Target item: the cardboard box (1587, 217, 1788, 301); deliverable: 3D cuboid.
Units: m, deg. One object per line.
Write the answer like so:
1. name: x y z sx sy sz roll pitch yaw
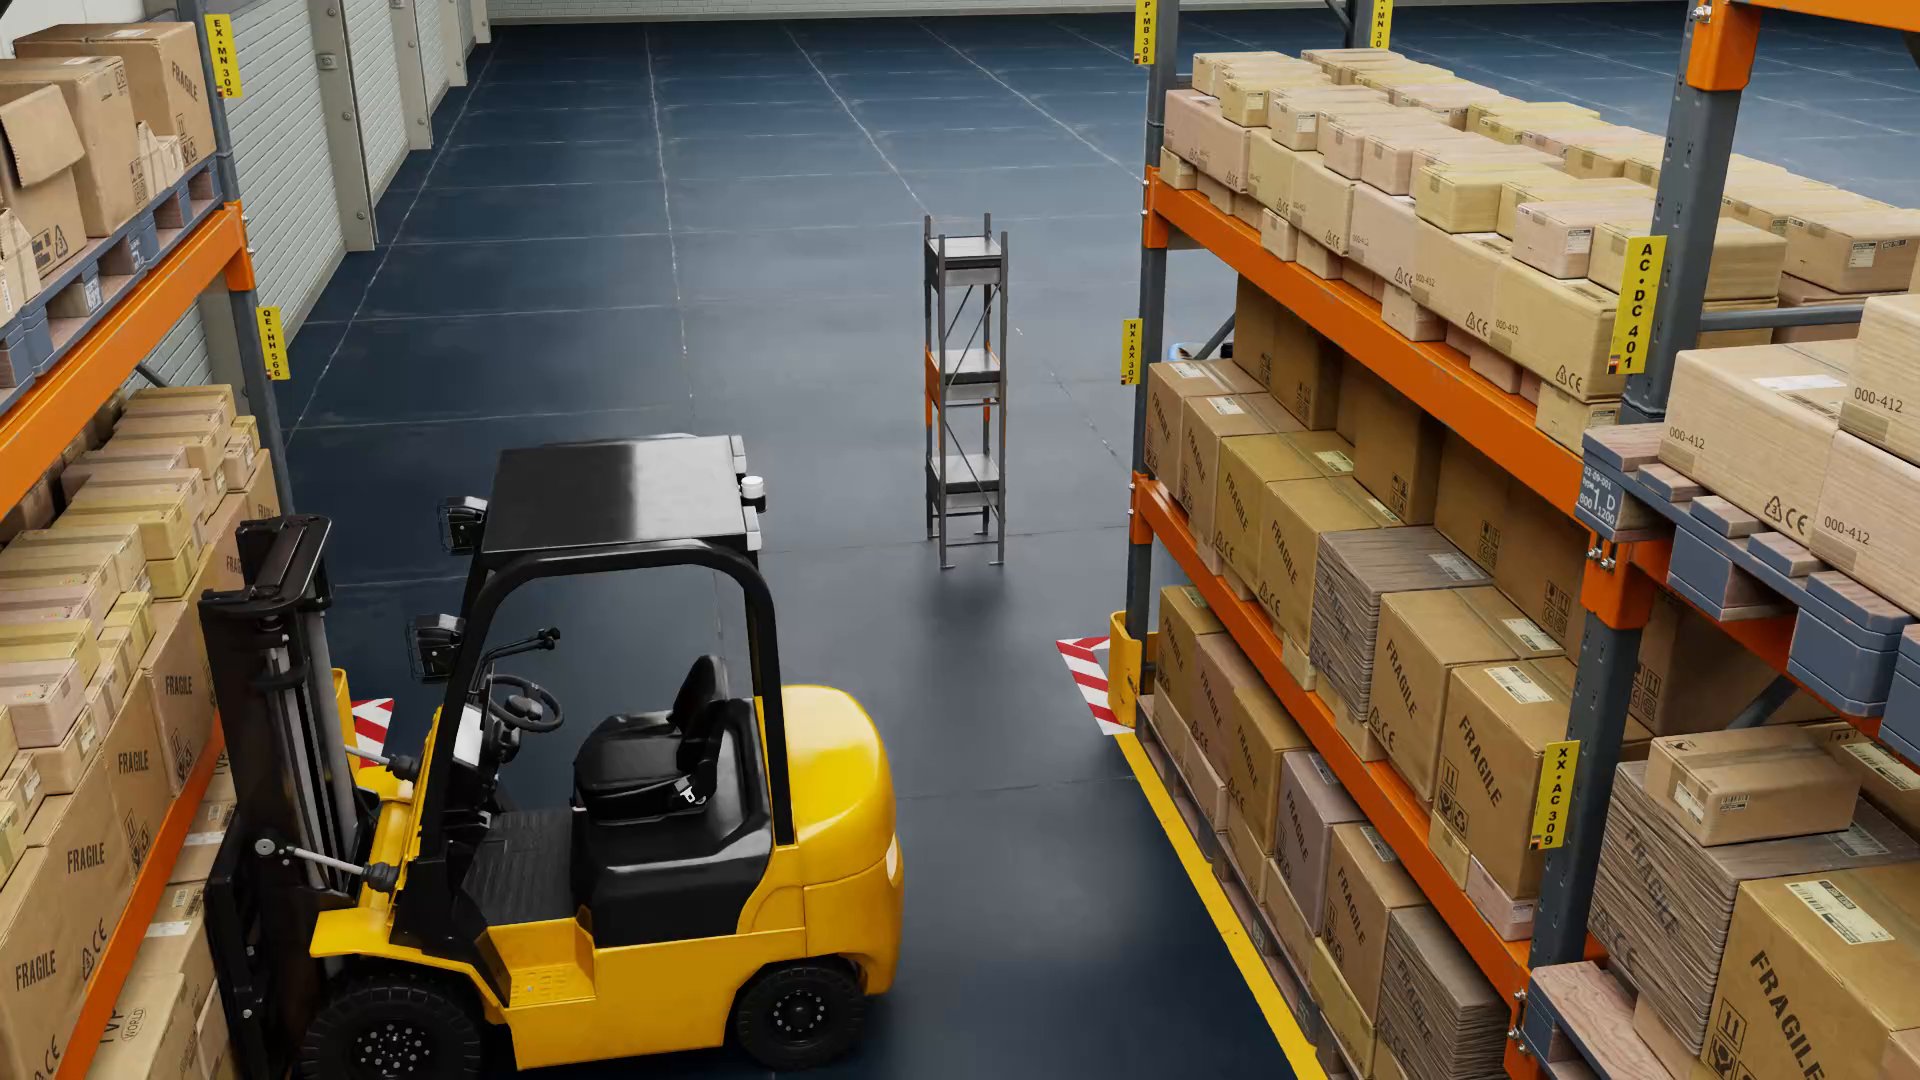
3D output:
1. cardboard box: 1.827 -0.706 4.189 0.380 0.149 0.250 -4 24 -9

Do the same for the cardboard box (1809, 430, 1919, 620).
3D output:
1. cardboard box: 1.909 -0.012 2.945 0.500 0.250 0.500 -5 24 -10

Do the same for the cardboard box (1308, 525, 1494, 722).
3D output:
1. cardboard box: 1.571 0.283 5.858 0.500 0.500 0.500 -4 24 -8

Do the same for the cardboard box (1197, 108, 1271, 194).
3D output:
1. cardboard box: 1.275 -1.572 6.670 0.500 0.250 0.500 -5 24 -11

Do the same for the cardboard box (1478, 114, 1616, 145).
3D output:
1. cardboard box: 1.994 -1.351 5.666 0.380 0.149 0.250 -4 24 -9

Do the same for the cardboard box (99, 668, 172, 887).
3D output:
1. cardboard box: -2.810 0.754 5.152 0.500 0.500 0.500 -5 24 -10

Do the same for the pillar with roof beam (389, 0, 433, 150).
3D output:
1. pillar with roof beam: -3.372 -9.985 22.368 9.100 9.000 0.400 -4 24 -10

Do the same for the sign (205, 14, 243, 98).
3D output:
1. sign: -2.981 -1.956 6.726 0.100 0.325 0.005 -4 24 -10

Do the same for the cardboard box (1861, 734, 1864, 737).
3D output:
1. cardboard box: 4.173 1.101 7.600 0.637 0.503 0.797 18 29 36

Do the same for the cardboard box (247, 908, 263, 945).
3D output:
1. cardboard box: -2.833 1.426 6.023 0.500 0.250 0.500 -4 24 -10

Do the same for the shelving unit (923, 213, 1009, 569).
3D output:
1. shelving unit: 0.031 -0.897 10.181 0.431 2.100 0.503 -4 24 -10

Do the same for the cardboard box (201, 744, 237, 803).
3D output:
1. cardboard box: -2.922 0.988 6.401 0.500 0.250 0.500 -4 24 -9

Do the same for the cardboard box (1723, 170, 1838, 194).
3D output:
1. cardboard box: 2.246 -0.950 4.748 0.380 0.149 0.250 -5 24 -11

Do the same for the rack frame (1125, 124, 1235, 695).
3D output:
1. rack frame: 1.360 -0.546 8.253 1.000 3.000 0.127 -4 24 -10

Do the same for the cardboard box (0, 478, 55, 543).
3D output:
1. cardboard box: -3.482 -0.100 5.925 0.380 0.149 0.250 -4 24 -8

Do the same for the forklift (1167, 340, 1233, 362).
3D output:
1. forklift: 2.819 -1.418 10.335 3.031 2.935 1.130 3 24 7

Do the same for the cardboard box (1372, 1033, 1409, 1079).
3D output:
1. cardboard box: 1.727 1.882 5.604 0.500 0.250 0.500 -3 24 -7

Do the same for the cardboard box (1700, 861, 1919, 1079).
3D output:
1. cardboard box: 1.998 1.055 3.565 0.500 0.500 0.500 -4 24 -10

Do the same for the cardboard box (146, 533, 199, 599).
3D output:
1. cardboard box: -2.916 0.098 5.843 0.380 0.149 0.250 -4 24 -9

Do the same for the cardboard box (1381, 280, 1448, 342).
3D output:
1. cardboard box: 1.566 -0.740 5.262 0.380 0.149 0.250 -4 24 -8

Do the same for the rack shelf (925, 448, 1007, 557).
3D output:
1. rack shelf: 0.031 -0.243 10.466 0.431 0.518 0.480 -4 24 -10

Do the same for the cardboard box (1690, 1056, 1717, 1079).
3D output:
1. cardboard box: 1.929 1.290 3.839 0.380 0.149 0.250 -4 24 -9

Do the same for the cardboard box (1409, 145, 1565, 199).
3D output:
1. cardboard box: 1.619 -1.115 5.125 0.380 0.149 0.250 -5 24 -11

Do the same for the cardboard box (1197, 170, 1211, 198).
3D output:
1. cardboard box: 1.239 -1.554 7.128 0.380 0.149 0.250 -5 24 -11

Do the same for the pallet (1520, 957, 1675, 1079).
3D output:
1. pallet: 2.098 1.426 3.976 1.003 0.211 1.213 -4 24 -10

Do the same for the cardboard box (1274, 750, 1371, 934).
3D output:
1. cardboard box: 1.536 1.138 6.371 0.500 0.500 0.500 -3 24 -7

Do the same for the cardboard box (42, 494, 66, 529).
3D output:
1. cardboard box: -3.571 -0.065 6.217 0.380 0.149 0.250 -5 24 -12

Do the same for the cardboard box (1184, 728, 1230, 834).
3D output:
1. cardboard box: 1.325 1.061 7.485 0.500 0.250 0.500 -3 24 -8

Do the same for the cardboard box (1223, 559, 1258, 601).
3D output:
1. cardboard box: 1.332 0.129 7.021 0.380 0.149 0.250 -4 24 -8

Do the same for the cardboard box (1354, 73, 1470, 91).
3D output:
1. cardboard box: 1.785 -1.753 6.586 0.380 0.149 0.250 -4 24 -9

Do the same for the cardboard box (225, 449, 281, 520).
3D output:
1. cardboard box: -3.168 -0.049 6.990 0.500 0.500 0.500 -5 24 -11

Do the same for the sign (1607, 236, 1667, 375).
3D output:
1. sign: 1.568 -0.541 3.848 0.100 0.325 0.005 -4 24 -10

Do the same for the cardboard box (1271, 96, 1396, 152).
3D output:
1. cardboard box: 1.355 -1.512 6.034 0.380 0.149 0.250 -4 24 -8

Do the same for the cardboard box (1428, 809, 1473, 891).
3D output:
1. cardboard box: 1.688 0.941 5.162 0.380 0.149 0.250 -4 24 -9

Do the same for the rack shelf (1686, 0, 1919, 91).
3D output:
1. rack shelf: 2.470 -0.422 1.872 1.077 0.370 4.000 -4 24 -10

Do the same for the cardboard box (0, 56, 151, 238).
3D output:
1. cardboard box: -3.105 -1.270 5.387 0.700 0.500 0.500 -4 24 -9

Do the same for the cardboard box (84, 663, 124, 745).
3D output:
1. cardboard box: -2.723 0.500 4.922 0.380 0.149 0.250 -5 24 -10

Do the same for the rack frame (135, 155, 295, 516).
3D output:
1. rack frame: -3.517 -0.177 7.408 1.000 3.000 0.127 -4 24 -10

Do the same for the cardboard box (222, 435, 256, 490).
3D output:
1. cardboard box: -3.101 -0.306 6.769 0.380 0.149 0.250 -4 24 -9

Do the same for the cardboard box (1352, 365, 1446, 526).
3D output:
1. cardboard box: 1.907 -0.403 6.178 0.700 0.500 0.500 -4 24 -10

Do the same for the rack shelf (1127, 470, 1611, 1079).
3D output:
1. rack shelf: 1.730 0.570 6.596 1.077 0.370 4.000 -4 24 -10

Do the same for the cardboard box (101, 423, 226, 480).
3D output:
1. cardboard box: -3.092 -0.336 6.464 0.380 0.149 0.250 -4 24 -9

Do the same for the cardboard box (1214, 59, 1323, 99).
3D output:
1. cardboard box: 1.288 -1.918 6.964 0.380 0.149 0.250 -4 24 -10

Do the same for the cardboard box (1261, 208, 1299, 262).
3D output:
1. cardboard box: 1.345 -1.143 6.186 0.380 0.149 0.250 -4 24 -9

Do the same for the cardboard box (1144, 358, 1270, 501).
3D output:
1. cardboard box: 1.175 -0.521 7.700 0.500 0.500 0.500 -5 24 -11

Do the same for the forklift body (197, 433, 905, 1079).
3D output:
1. forklift body: -1.373 0.822 6.180 2.313 2.155 1.214 -4 24 -10

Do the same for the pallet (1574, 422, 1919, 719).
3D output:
1. pallet: 2.110 -0.011 3.514 1.213 0.211 1.003 -4 24 -10

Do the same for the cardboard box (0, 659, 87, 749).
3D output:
1. cardboard box: -2.684 0.465 4.632 0.380 0.149 0.250 -4 24 -9

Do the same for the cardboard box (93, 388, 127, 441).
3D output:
1. cardboard box: -3.665 -0.509 6.860 0.380 0.149 0.250 -5 24 -11

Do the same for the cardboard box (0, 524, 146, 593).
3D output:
1. cardboard box: -2.954 0.071 5.532 0.380 0.149 0.250 -4 24 -9

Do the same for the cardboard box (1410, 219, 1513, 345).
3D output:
1. cardboard box: 1.659 -0.767 4.827 0.500 0.250 0.500 -5 24 -11

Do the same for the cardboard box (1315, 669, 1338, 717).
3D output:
1. cardboard box: 1.532 0.536 6.088 0.380 0.149 0.250 -5 24 -11

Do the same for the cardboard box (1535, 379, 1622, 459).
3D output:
1. cardboard box: 1.741 -0.334 4.333 0.380 0.149 0.250 -4 24 -9
